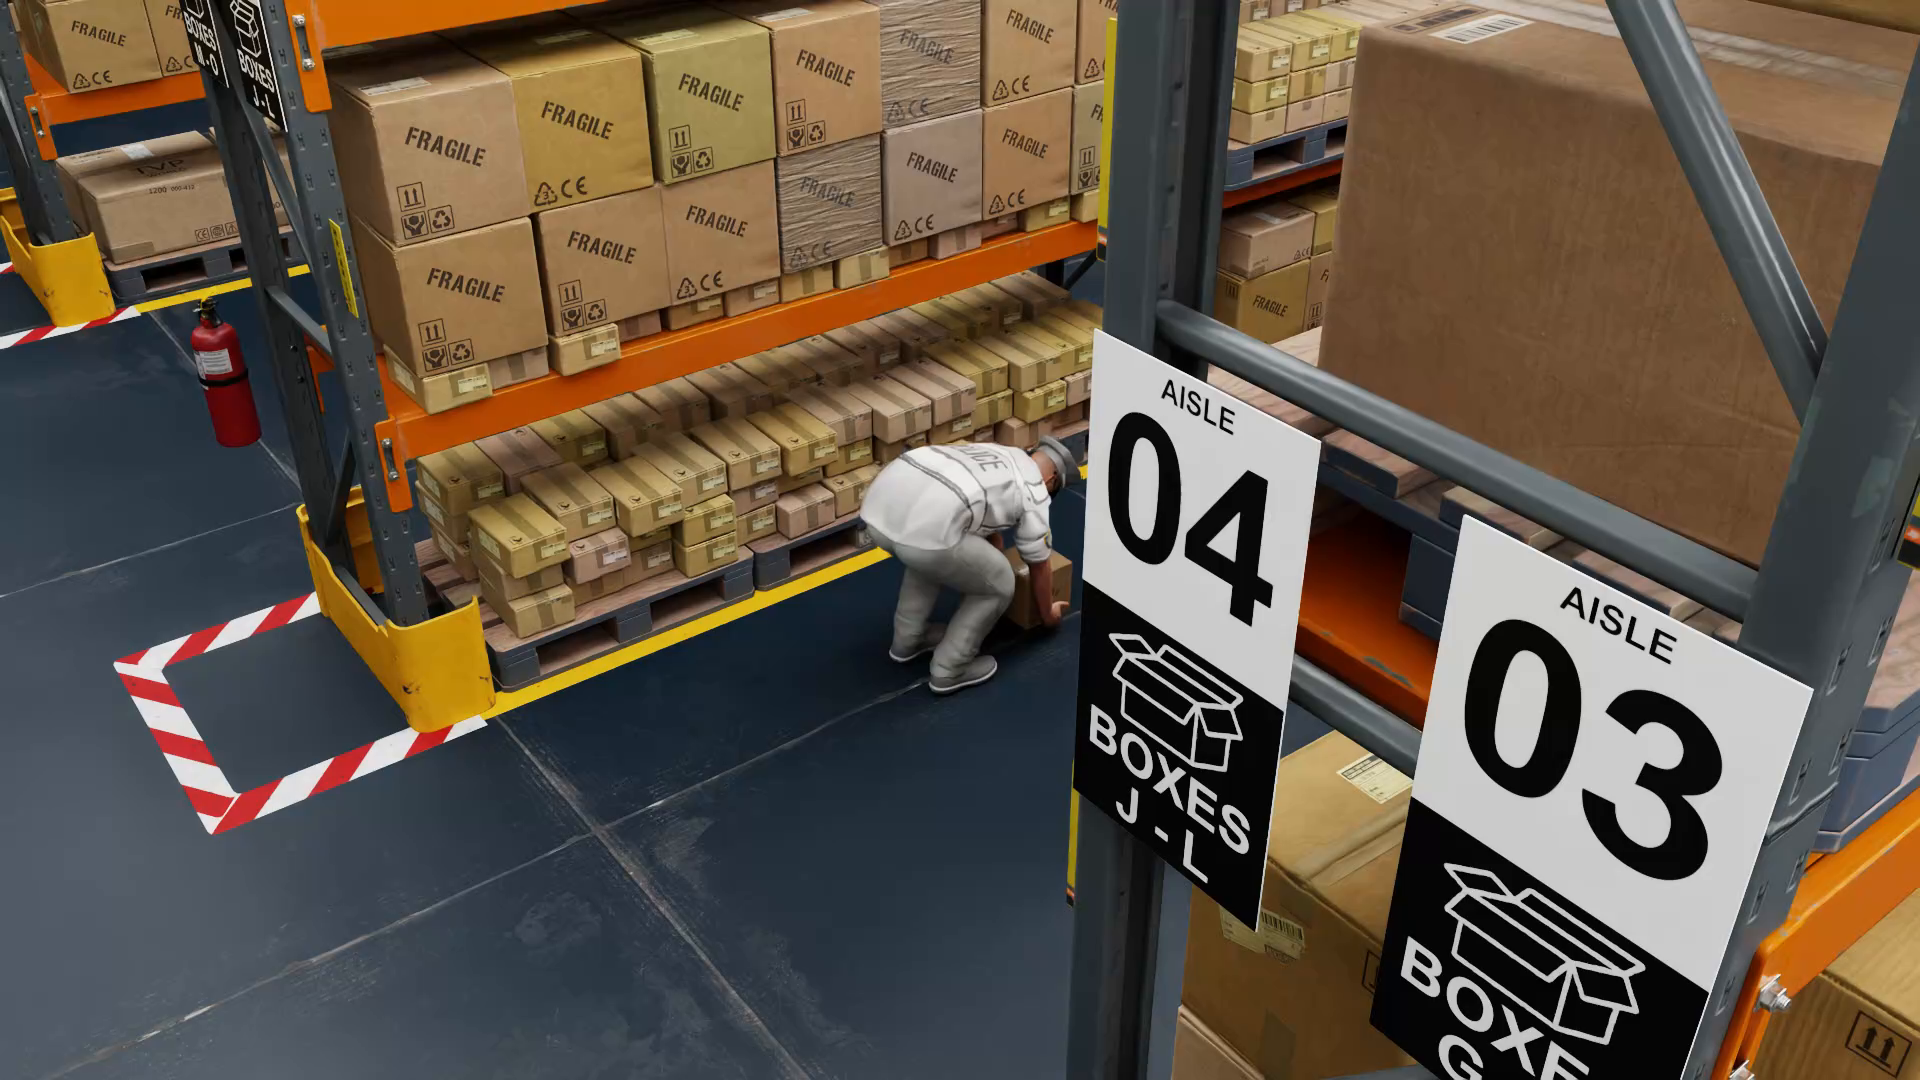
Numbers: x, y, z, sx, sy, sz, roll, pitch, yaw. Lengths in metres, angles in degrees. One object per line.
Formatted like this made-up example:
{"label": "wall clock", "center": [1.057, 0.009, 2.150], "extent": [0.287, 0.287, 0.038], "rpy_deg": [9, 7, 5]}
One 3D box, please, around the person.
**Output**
{"label": "person", "center": [0.069, 0.028, 6.790], "extent": [1.027, 1.007, 0.533], "rpy_deg": [-25, 40, -34]}
